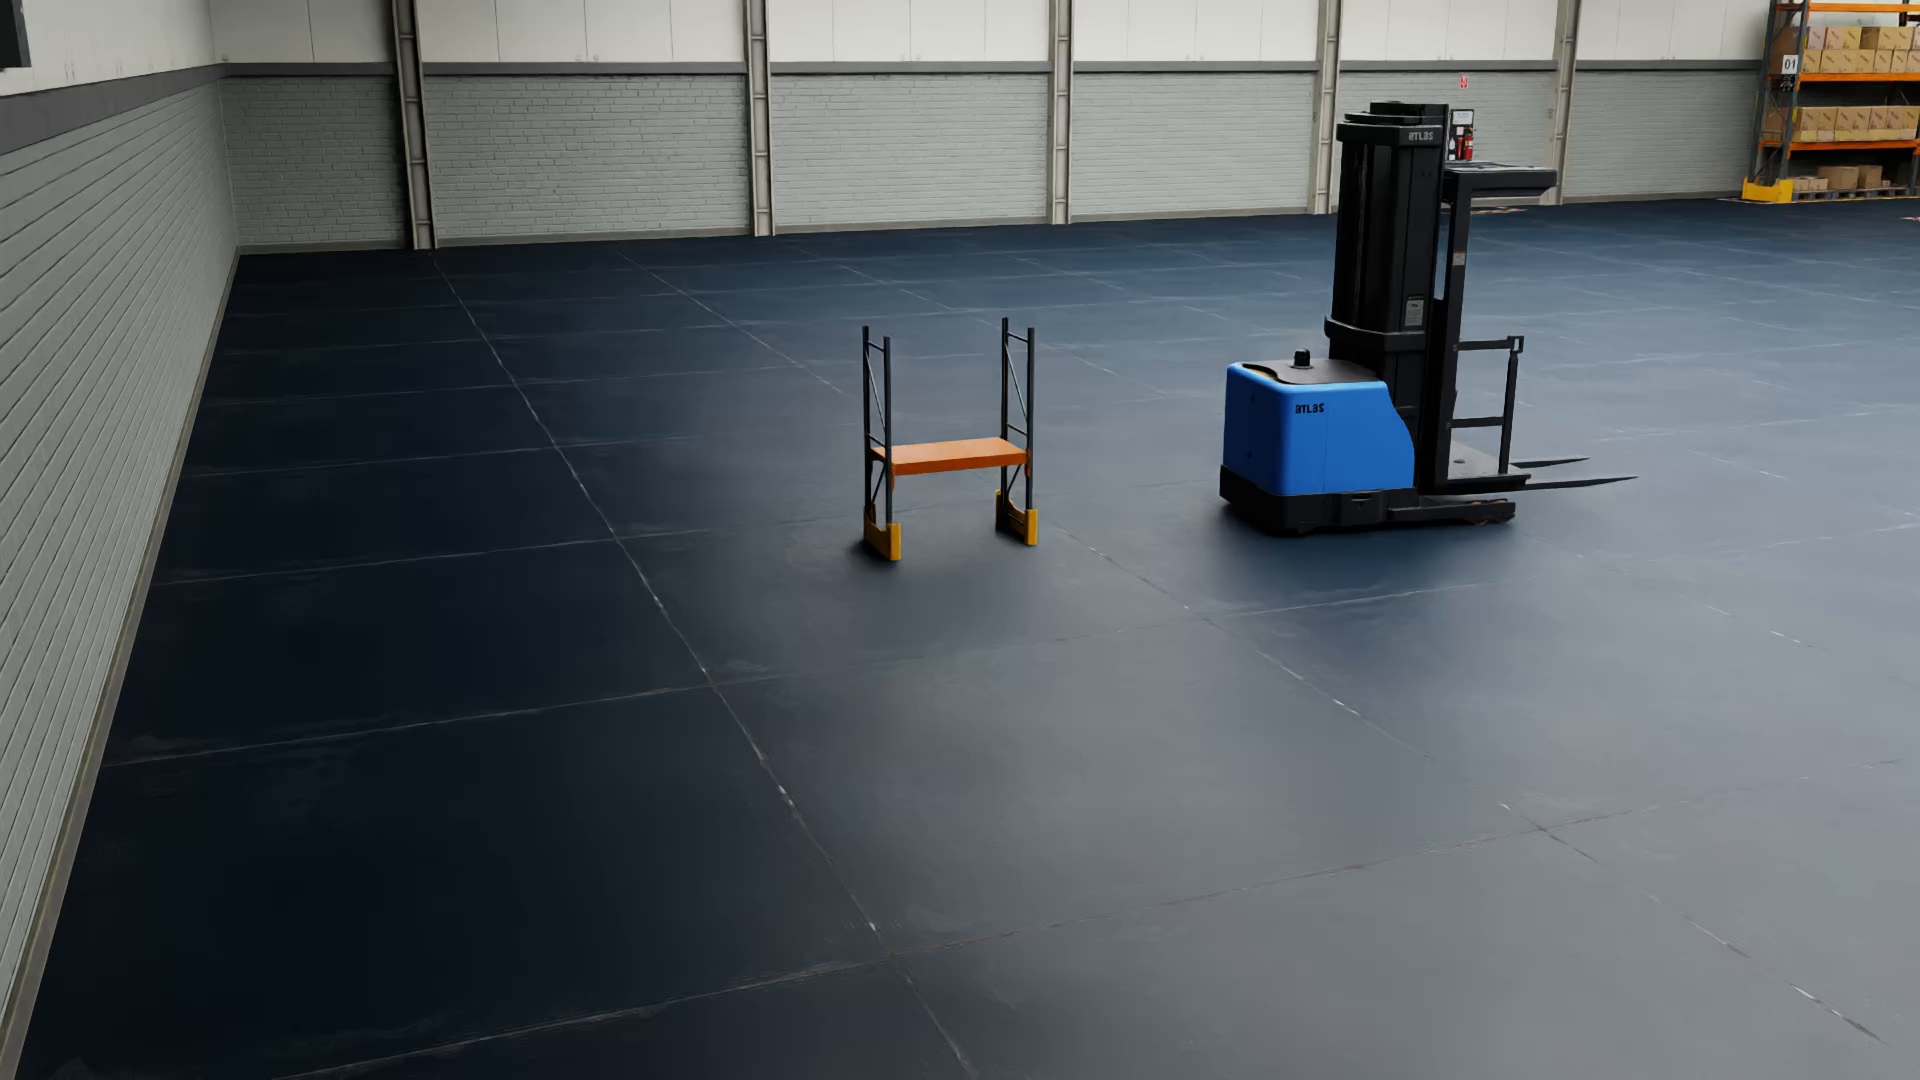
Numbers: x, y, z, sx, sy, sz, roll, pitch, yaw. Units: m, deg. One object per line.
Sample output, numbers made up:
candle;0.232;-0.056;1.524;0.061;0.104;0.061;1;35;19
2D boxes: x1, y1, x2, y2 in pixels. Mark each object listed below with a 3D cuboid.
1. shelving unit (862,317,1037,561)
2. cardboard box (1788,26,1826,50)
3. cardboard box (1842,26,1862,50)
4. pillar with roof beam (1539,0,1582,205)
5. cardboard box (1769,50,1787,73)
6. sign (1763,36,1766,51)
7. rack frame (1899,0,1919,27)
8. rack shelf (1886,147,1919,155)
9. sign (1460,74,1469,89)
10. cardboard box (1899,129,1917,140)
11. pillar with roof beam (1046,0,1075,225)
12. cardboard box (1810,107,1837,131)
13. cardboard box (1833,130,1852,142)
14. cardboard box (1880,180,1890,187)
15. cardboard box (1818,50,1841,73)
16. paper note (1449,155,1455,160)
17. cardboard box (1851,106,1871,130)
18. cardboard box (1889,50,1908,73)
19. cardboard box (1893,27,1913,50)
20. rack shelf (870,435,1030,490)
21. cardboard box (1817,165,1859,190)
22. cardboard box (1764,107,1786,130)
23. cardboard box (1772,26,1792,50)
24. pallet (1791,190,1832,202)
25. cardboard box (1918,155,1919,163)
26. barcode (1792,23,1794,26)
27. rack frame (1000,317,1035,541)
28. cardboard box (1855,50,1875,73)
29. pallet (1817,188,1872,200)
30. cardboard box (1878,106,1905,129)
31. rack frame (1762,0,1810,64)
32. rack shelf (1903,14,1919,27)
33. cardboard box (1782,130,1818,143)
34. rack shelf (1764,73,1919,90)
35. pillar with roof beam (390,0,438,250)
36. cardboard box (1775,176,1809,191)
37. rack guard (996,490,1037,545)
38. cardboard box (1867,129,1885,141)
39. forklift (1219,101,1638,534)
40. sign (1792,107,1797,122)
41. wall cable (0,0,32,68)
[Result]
shelving unit;-0.071;-0.712;11.361;1.083;1.500;0.587;-6;17;-20
cardboard box;18.856;-11.173;37.012;0.500;0.500;0.500;-8;18;-24
cardboard box;19.817;-11.265;37.324;0.500;0.500;0.500;-6;17;-19
pillar with roof beam;14.691;-10.661;31.930;0.400;9.000;9.100;-6;17;-20
cardboard box;18.708;-10.827;37.608;0.500;0.500;0.500;-5;17;-16
sign;18.229;-11.234;37.634;0.005;0.325;0.100;-6;17;-20
rack frame;22.144;-12.503;38.205;0.127;3.000;1.000;-6;17;-20
rack shelf;24.012;-9.481;39.839;4.000;0.370;1.077;-6;17;-20
sign;10.786;-9.813;35.578;0.199;0.298;0.001;-6;17;-20
cardboard box;21.811;-9.435;38.635;0.500;0.250;0.500;-6;17;-20
pillar with roof beam;3.486;-9.451;27.810;0.400;9.000;9.100;-6;17;-20
cardboard box;19.428;-9.535;37.645;0.500;0.500;0.500;-6;17;-20
cardboard box;19.936;-9.231;37.939;0.500;0.250;0.500;-6;18;-21
cardboard box;21.656;-8.415;39.177;0.250;0.166;0.380;-9;18;-27
cardboard box;19.325;-10.731;37.281;0.500;0.500;0.500;-5;17;-16
paper note;10.639;-8.253;35.944;0.142;0.148;0.016;-6;17;-20
cardboard box;20.390;-9.641;38.005;0.500;0.500;0.500;-6;17;-18
cardboard box;21.284;-10.958;38.054;0.500;0.500;0.500;-8;18;-25
cardboard box;21.263;-11.421;37.856;0.500;0.500;0.500;-5;17;-17
rack shelf;-0.080;-0.538;11.408;1.000;0.185;0.538;-6;17;-20
cardboard box;20.323;-8.398;38.527;0.500;0.500;0.700;-7;18;-24
cardboard box;18.773;-9.623;37.942;0.500;0.500;0.500;-6;18;-21
cardboard box;18.718;-11.310;37.479;0.500;0.500;0.500;-5;17;-18
pallet;19.251;-7.964;38.343;1.213;0.211;1.003;-6;17;-20
cardboard box;23.236;-9.120;39.657;0.500;0.250;0.500;-7;18;-21
barcode;18.893;-11.680;37.707;0.075;0.075;0.001;-6;17;-20
rack frame;0.395;-0.762;11.532;0.032;1.500;0.500;-6;17;-20
cardboard box;20.301;-10.844;37.666;0.500;0.500;0.500;-5;17;-17
pallet;20.389;-8.086;38.759;1.213;0.211;1.003;-6;17;-20
cardboard box;21.350;-9.742;38.347;0.500;0.500;0.500;-6;17;-20
rack frame;18.409;-12.100;36.832;0.127;3.000;1.000;-6;17;-20
rack shelf;24.012;-12.168;39.050;4.000;0.370;1.077;-6;17;-20
cardboard box;18.979;-9.125;37.579;0.500;0.250;0.500;-7;18;-22
rack shelf;20.277;-10.517;38.043;4.000;0.370;1.077;-6;17;-20
pillar with roof beam;-7.720;-8.241;23.690;0.400;9.000;9.100;-6;17;-20
cardboard box;19.088;-8.189;38.151;0.500;0.311;0.500;-8;18;-26
rack guard;0.394;-0.162;11.708;0.087;0.250;0.587;-6;17;-20
cardboard box;20.878;-9.332;38.285;0.500;0.250;0.500;-6;17;-20
forklift;3.522;-1.655;12.031;3.031;2.935;1.130;-4;17;-13
sign;18.604;-9.494;37.069;0.005;0.325;0.100;-6;17;-20
wall cable;-4.595;-5.268;7.530;0.169;6.003;2.305;-6;17;-20
